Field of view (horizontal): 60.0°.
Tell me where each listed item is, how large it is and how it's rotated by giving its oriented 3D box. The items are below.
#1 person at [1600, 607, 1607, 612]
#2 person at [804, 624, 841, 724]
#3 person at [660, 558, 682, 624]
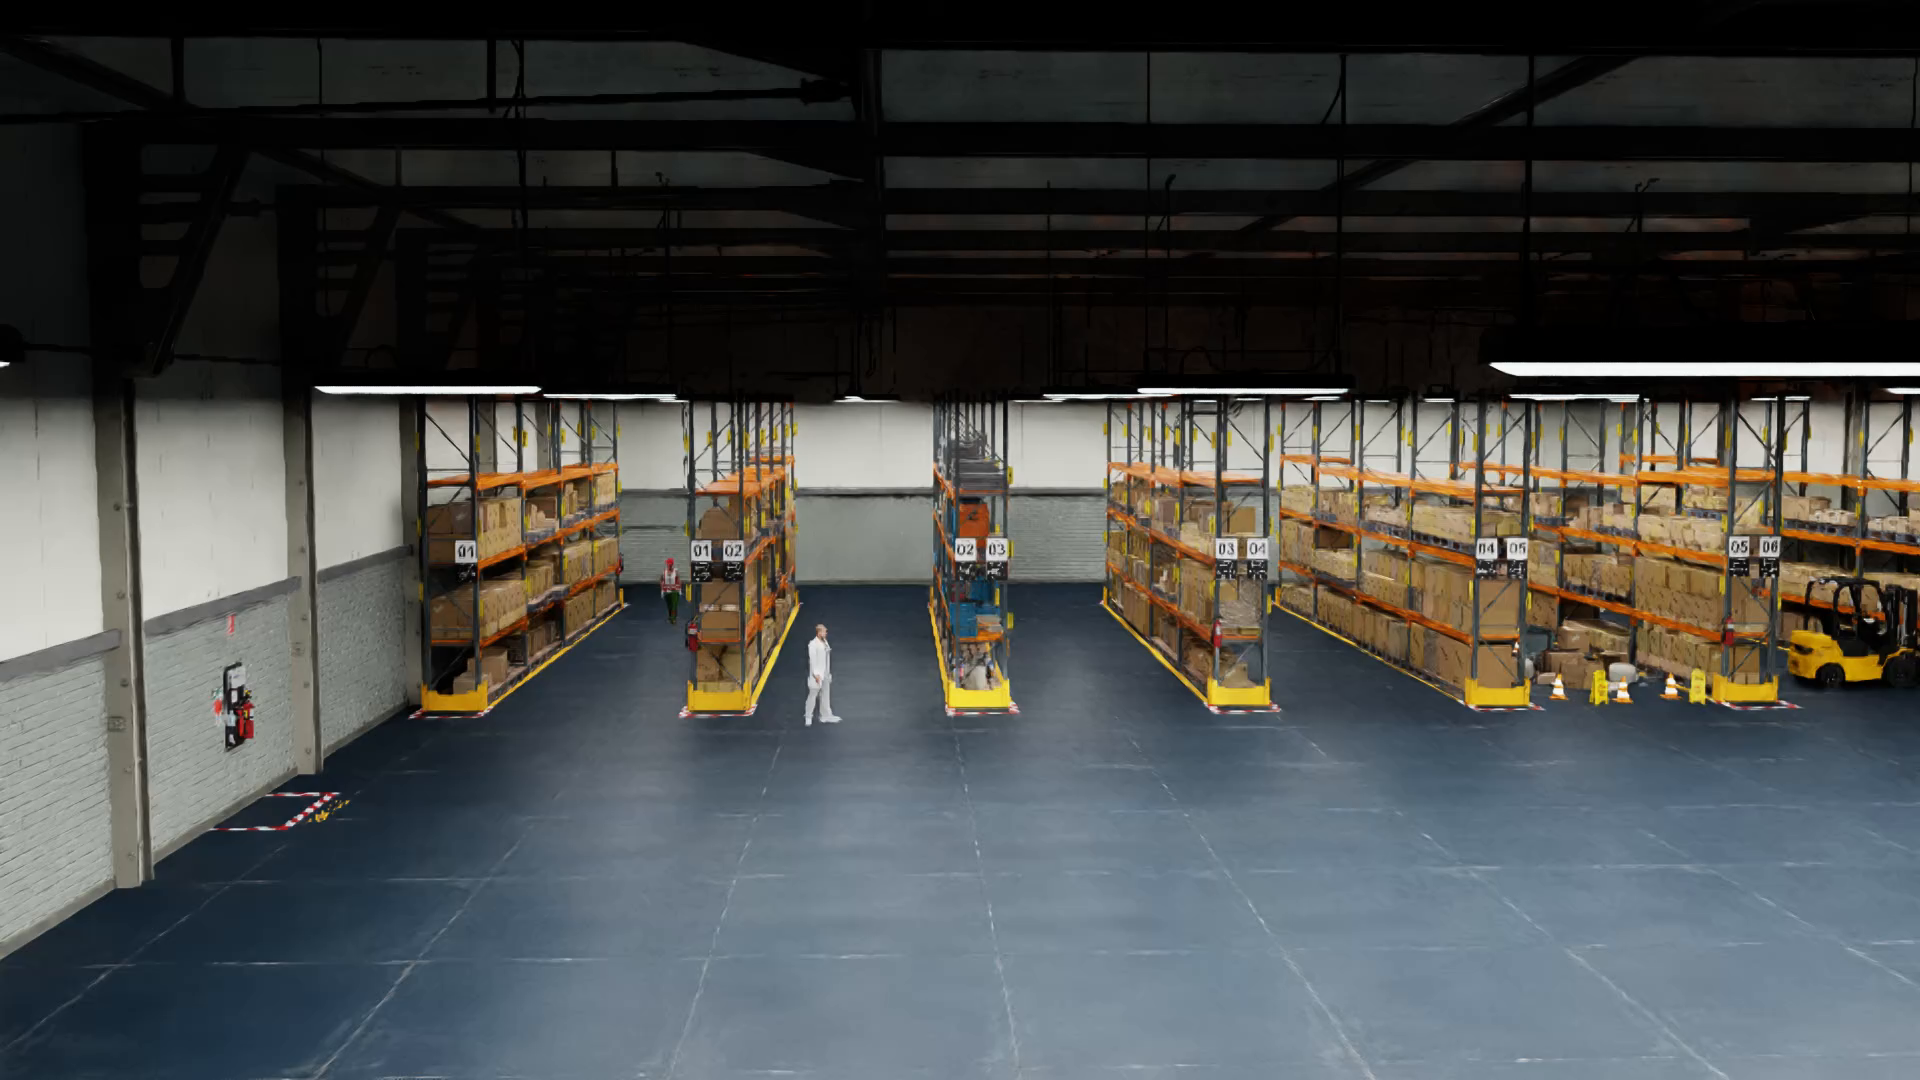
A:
[{"bbox_3d":[17.588,1.126,45.954,0.574,1.665,0.591,1,5,10],"label":"person"},{"bbox_3d":[-2.519,2.398,29.801,0.530,1.780,0.673,2,5,26],"label":"person"},{"bbox_3d":[-7.567,1.312,43.455,0.553,1.709,1.123,0,5,0],"label":"person"}]
